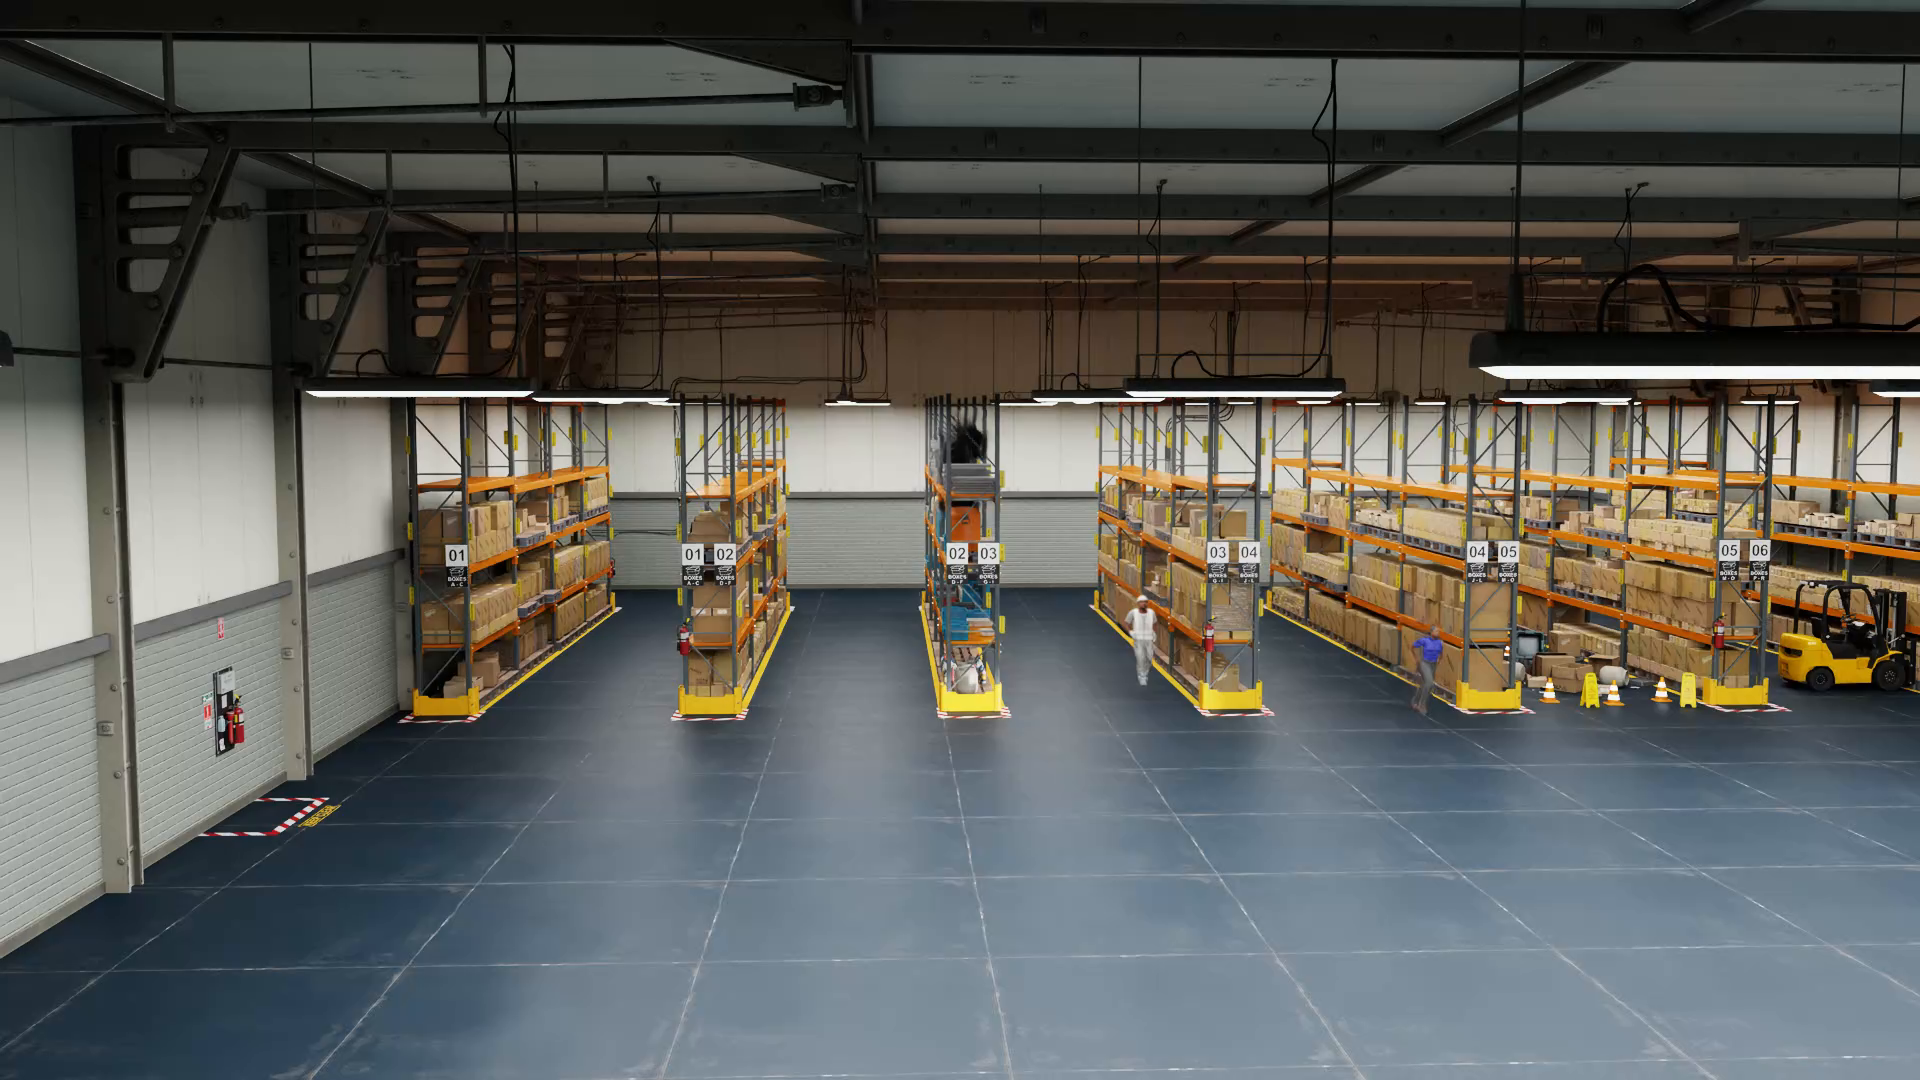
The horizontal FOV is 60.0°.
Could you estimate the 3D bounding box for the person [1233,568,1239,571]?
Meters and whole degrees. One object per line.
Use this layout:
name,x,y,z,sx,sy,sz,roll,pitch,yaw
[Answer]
person,7.767,1.211,47.042,0.605,1.564,0.804,1,5,9

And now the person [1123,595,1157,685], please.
person,3.579,1.964,32.838,0.687,1.761,0.545,-1,5,-7

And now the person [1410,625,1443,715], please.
person,8.837,2.442,31.427,0.598,1.673,0.694,-2,5,-26
